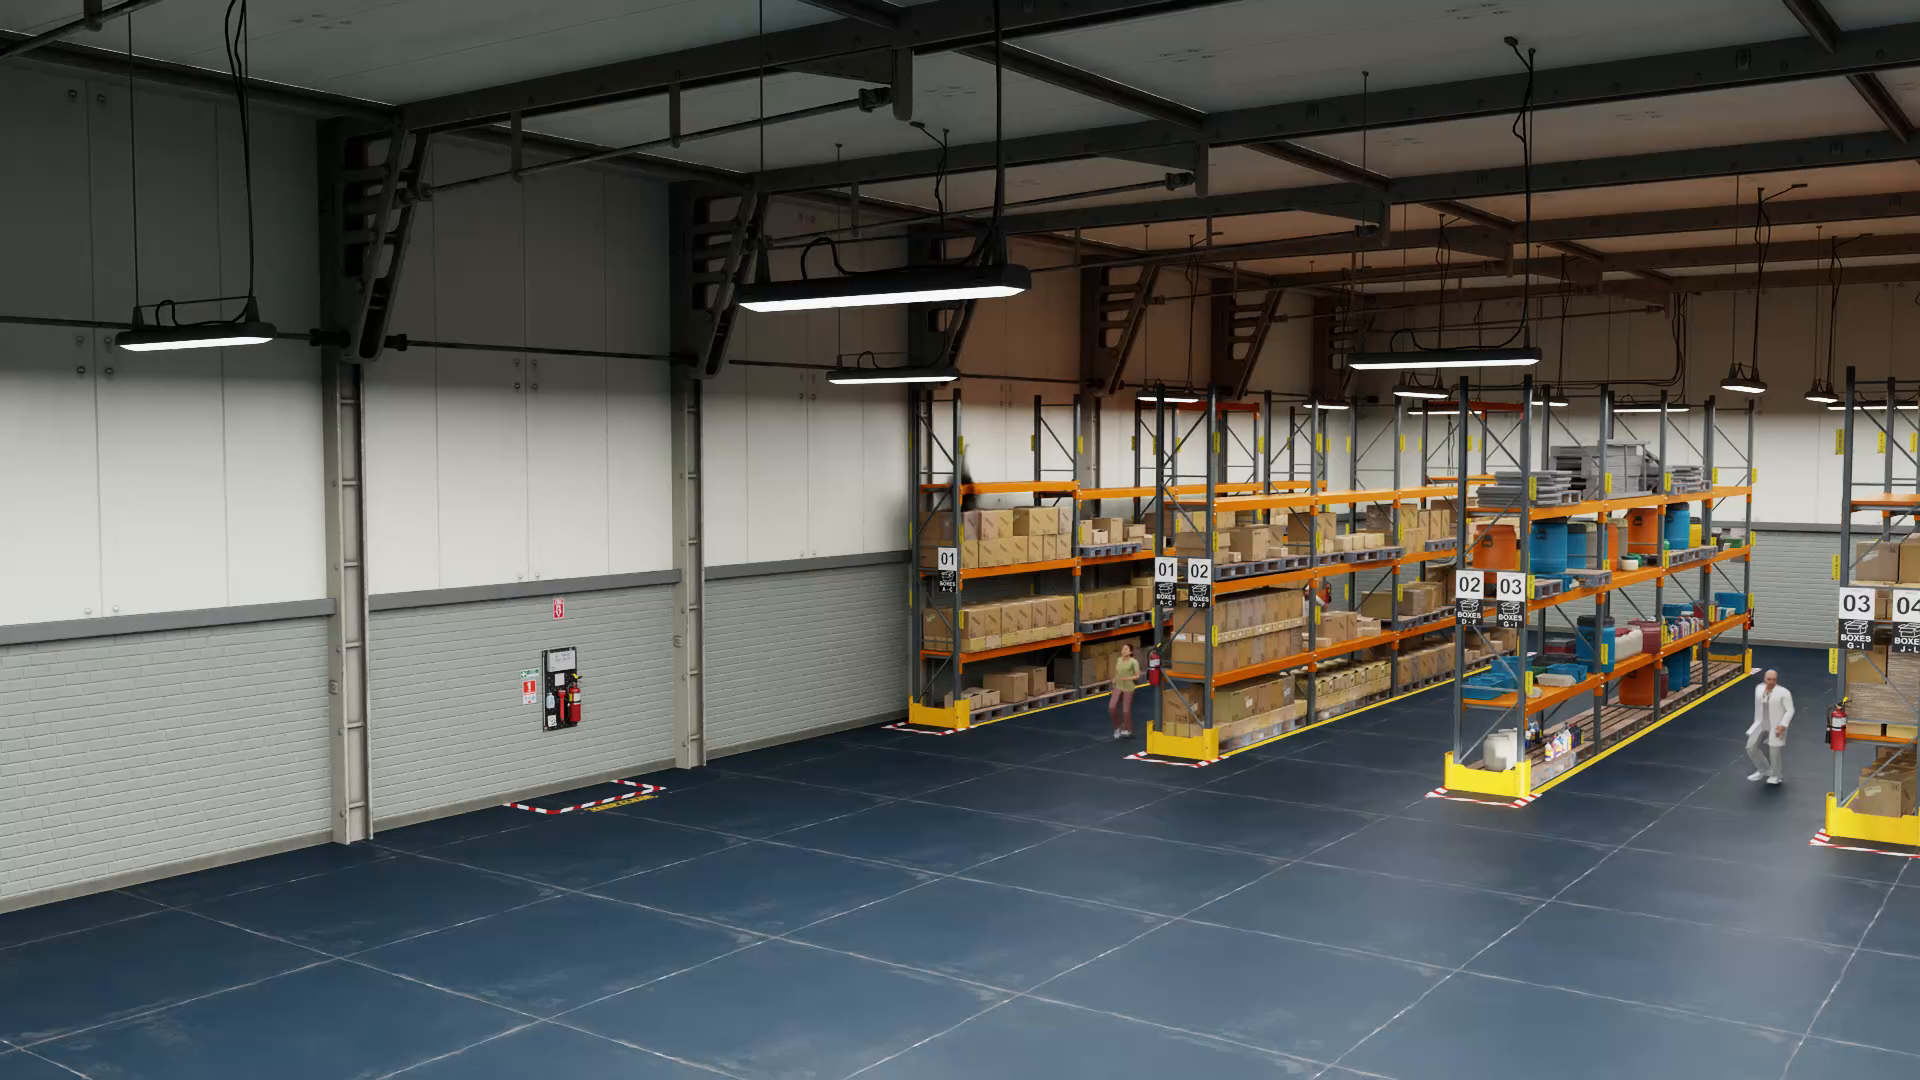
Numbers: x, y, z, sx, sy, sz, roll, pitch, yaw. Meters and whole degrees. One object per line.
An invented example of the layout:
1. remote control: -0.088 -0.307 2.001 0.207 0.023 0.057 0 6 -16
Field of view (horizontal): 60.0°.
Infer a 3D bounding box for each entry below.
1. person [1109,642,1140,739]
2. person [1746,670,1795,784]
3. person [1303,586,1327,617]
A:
1. person: 2.820 2.564 28.329 0.546 1.651 0.644 2 4 29
2. person: 11.874 2.737 24.333 0.757 1.722 0.701 -3 4 -39
3. person: 8.131 1.925 38.785 0.706 1.731 0.655 2 4 37
